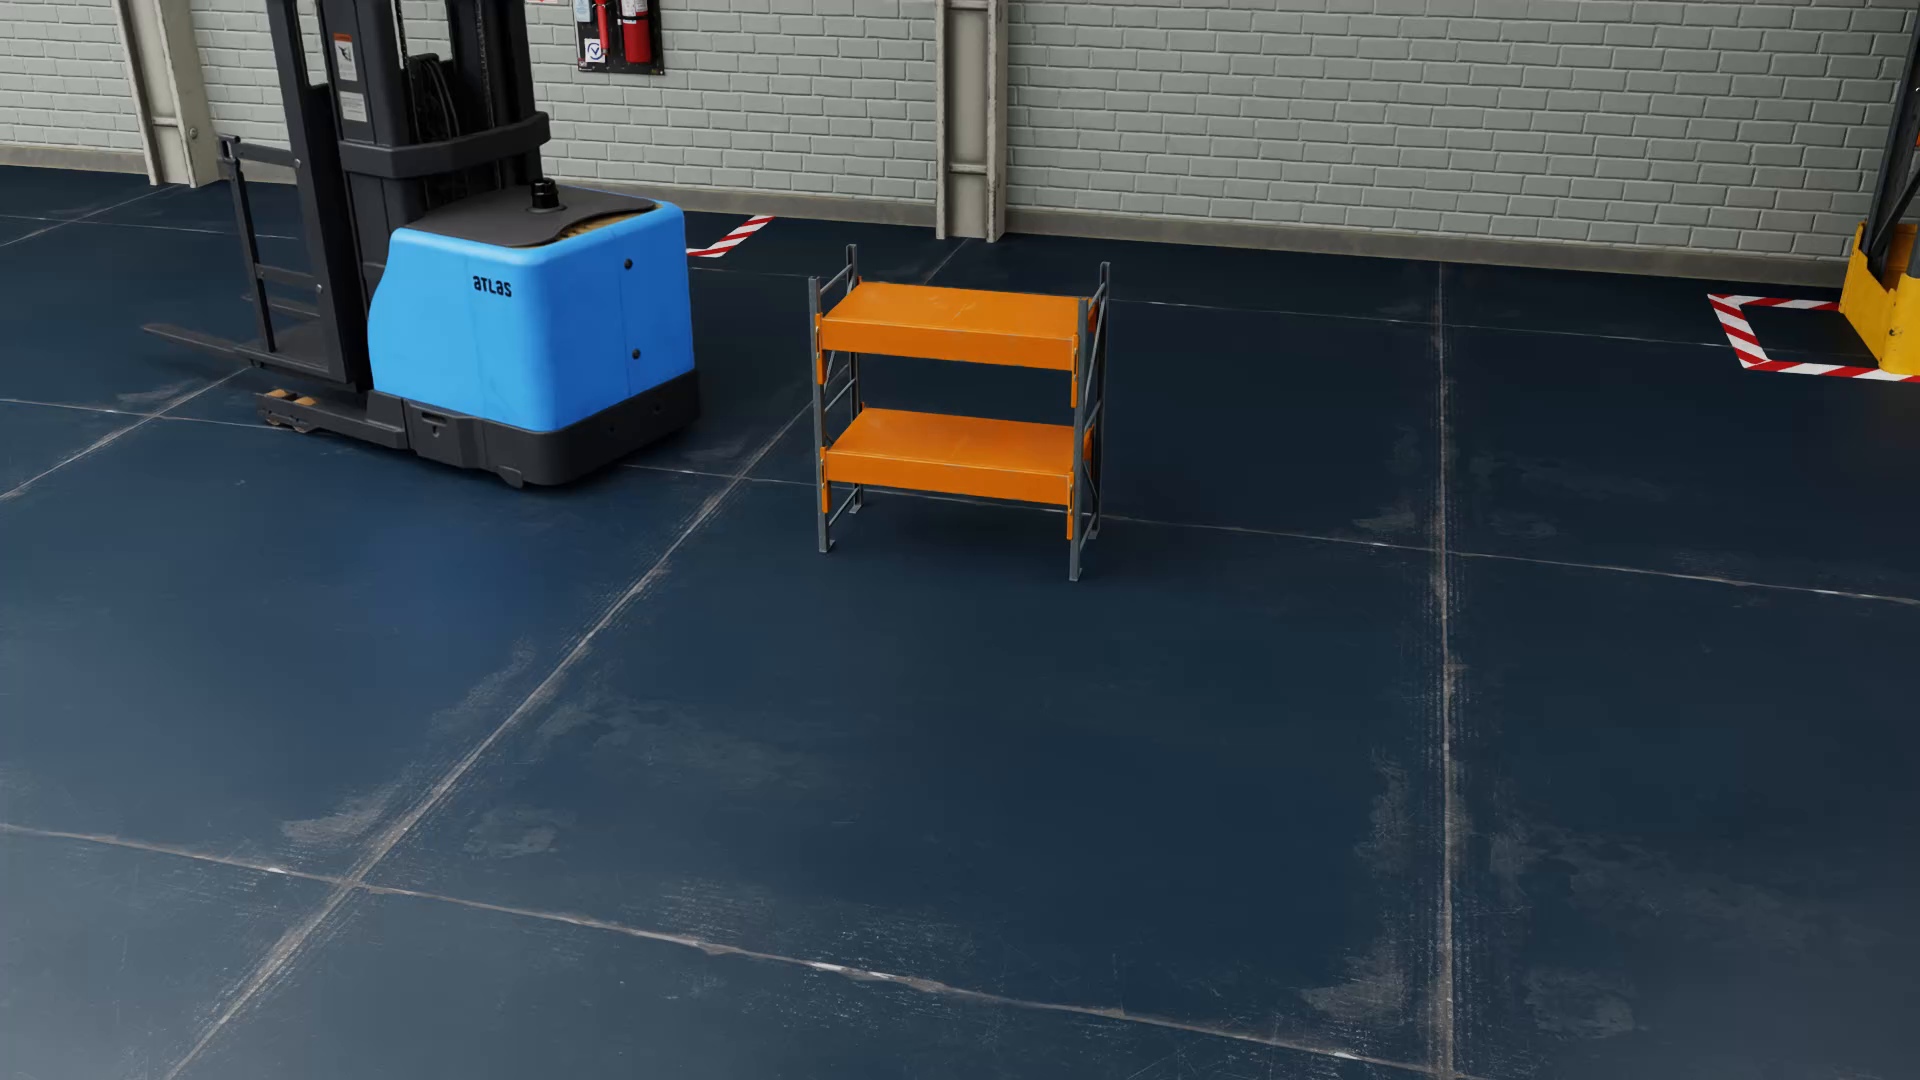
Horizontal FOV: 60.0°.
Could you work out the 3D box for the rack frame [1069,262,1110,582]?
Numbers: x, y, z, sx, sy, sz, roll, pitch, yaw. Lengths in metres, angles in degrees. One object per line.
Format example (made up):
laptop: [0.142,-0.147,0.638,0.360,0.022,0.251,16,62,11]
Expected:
rack frame: [0.499,-0.453,6.392,0.032,1.125,0.500,6,26,13]

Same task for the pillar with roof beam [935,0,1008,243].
pillar with roof beam: [-0.999,-4.289,5.290,0.400,9.000,9.100,6,26,13]

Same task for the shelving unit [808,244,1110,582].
shelving unit: [0.007,-0.507,6.507,1.048,1.125,0.538,6,26,13]

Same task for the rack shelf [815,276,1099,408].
rack shelf: [0.007,-0.771,6.381,1.000,0.278,0.538,6,26,13]

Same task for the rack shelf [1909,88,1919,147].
rack shelf: [6.928,-1.906,8.101,4.000,0.370,1.077,6,26,13]

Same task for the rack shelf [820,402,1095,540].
rack shelf: [0.007,-0.286,6.612,1.000,0.278,0.538,6,26,13]

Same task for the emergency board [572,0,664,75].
emergency board: [-2.311,-3.653,10.933,0.643,1.169,0.194,6,26,13]

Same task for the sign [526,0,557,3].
sign: [-2.820,-3.771,11.140,0.234,0.329,0.001,6,26,13]

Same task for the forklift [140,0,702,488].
forklift: [-2.742,-2.002,7.545,3.031,2.935,1.130,15,29,28]

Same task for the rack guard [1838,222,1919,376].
rack guard: [5.064,-1.308,8.916,0.348,0.500,1.175,6,26,13]

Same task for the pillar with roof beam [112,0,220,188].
pillar with roof beam: [-6.810,-4.931,6.639,0.400,9.000,9.100,6,26,13]

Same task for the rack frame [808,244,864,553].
rack frame: [-0.486,-0.562,6.621,0.032,1.125,0.500,6,26,13]

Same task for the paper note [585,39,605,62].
paper note: [-2.465,-3.303,11.223,0.142,0.148,0.016,6,26,13]

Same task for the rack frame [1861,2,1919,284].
rack frame: [4.991,-2.445,8.396,0.127,3.000,1.000,6,26,13]
